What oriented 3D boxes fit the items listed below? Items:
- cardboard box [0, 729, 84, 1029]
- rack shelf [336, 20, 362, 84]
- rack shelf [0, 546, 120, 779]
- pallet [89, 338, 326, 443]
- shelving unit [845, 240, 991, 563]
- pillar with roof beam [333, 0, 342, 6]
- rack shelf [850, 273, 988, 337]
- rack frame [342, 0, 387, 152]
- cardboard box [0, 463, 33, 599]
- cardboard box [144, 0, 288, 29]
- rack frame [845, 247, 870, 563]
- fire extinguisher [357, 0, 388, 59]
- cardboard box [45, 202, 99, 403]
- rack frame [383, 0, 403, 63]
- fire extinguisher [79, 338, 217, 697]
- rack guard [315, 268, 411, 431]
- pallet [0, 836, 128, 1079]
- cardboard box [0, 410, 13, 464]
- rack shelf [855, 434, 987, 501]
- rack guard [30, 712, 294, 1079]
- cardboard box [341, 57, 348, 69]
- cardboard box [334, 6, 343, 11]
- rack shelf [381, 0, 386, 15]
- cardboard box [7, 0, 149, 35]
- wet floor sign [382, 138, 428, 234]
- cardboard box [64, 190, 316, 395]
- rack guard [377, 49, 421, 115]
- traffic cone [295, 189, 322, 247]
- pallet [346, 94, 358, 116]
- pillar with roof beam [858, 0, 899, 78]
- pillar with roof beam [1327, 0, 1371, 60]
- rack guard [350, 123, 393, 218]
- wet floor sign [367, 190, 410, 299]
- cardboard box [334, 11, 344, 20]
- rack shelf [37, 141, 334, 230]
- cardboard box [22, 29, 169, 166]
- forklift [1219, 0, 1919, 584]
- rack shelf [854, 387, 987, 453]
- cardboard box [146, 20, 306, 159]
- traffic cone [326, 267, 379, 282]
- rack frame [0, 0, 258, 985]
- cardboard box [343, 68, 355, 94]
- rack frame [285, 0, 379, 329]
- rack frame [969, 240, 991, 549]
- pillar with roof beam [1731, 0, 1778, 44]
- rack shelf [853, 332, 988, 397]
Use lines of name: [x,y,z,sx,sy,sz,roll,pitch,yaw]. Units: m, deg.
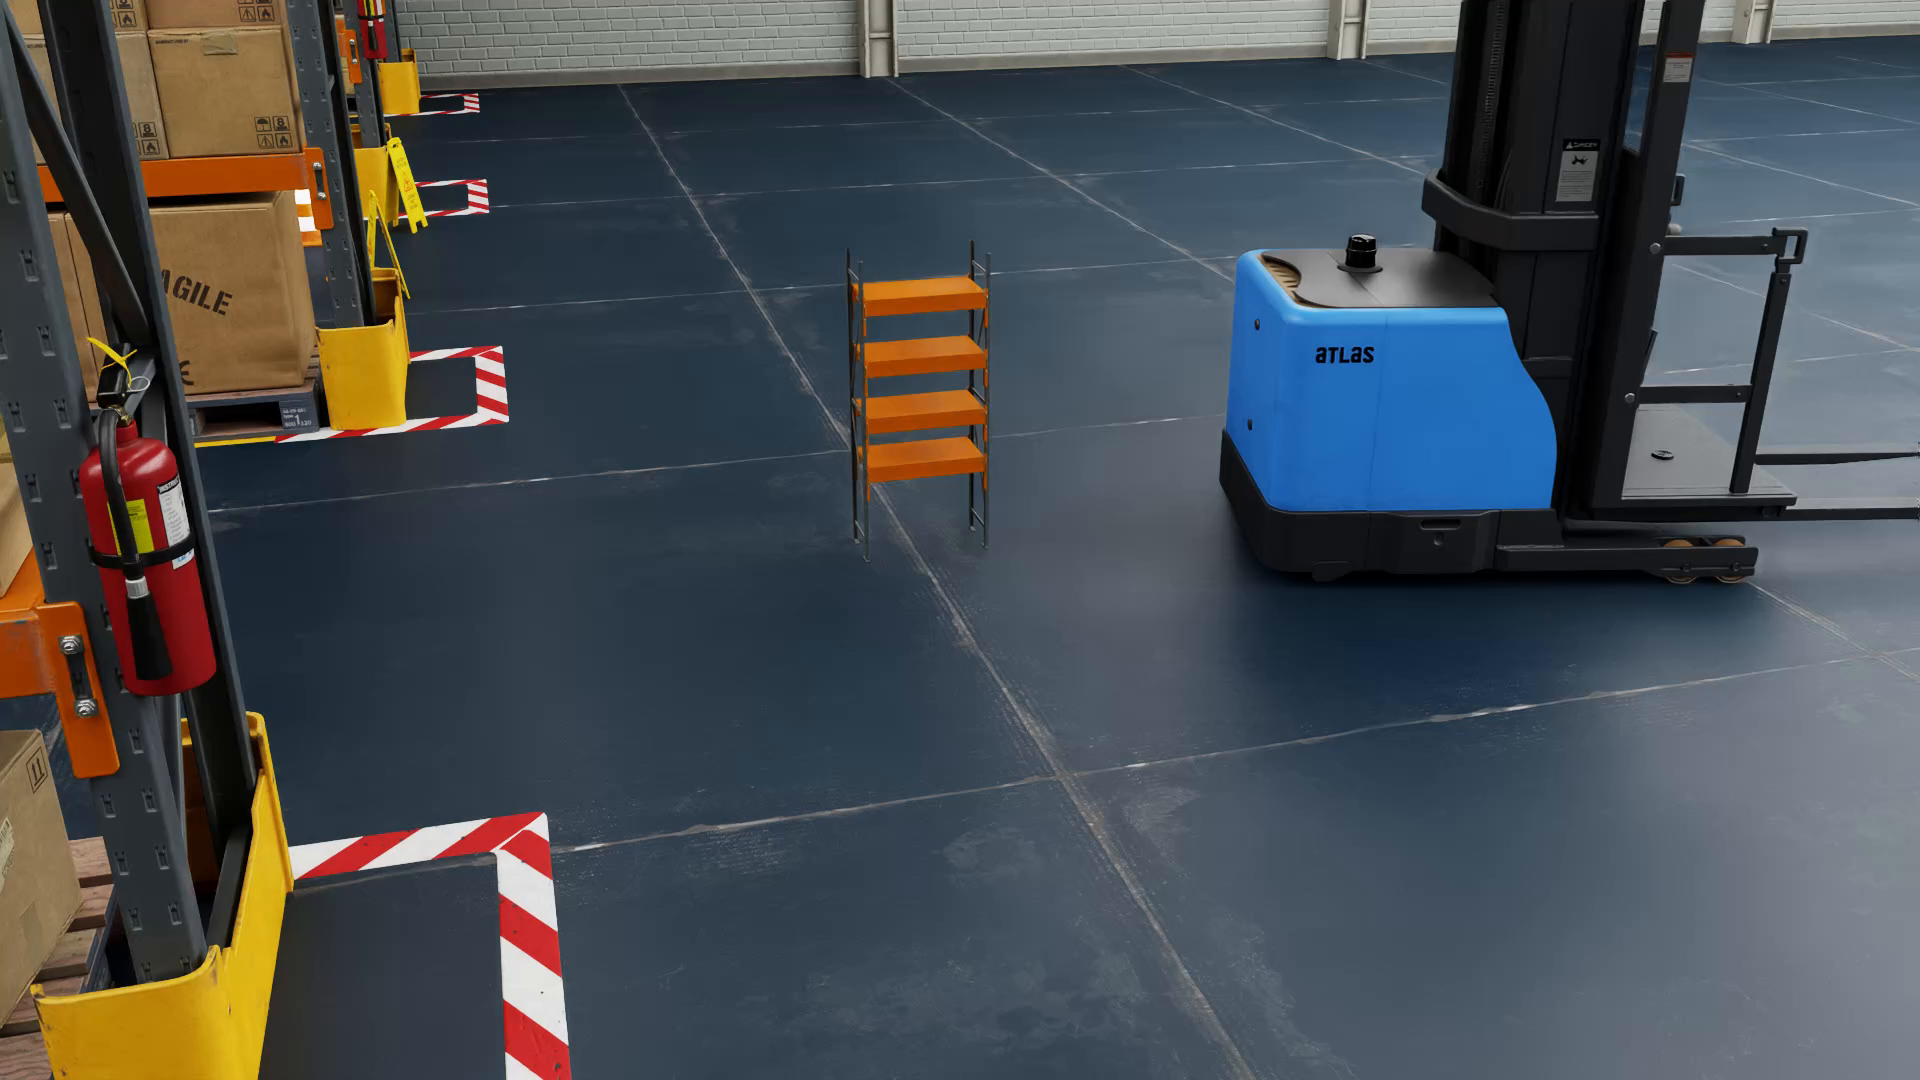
cardboard box: [-2.391,0.779,3.768,0.500,0.500,0.500,-2,23,-5]
rack shelf: [-6.388,-3.456,11.912,4.000,0.370,1.077,-6,24,-14]
rack shelf: [-3.711,0.307,3.144,4.000,0.370,1.077,-6,24,-14]
pallet: [-3.776,-0.735,8.194,1.213,0.211,1.003,-6,24,-14]
shelving unit: [-0.159,-0.534,6.472,0.503,1.200,0.258,-6,24,-14]
pillar with roof beam: [-5.557,-7.274,12.290,0.400,9.000,9.100,-6,24,-14]
rack shelf: [-0.159,-0.895,6.317,0.480,0.148,0.258,-6,24,-14]
rack frame: [-4.462,-3.999,12.267,0.127,3.000,1.000,-6,24,-14]
cardboard box: [-2.004,-0.013,3.294,0.250,0.149,0.380,-6,24,-14]
cardboard box: [-3.395,-2.671,7.612,0.550,0.550,0.875,-6,24,-14]
rack frame: [-0.394,-0.508,6.412,0.015,1.200,0.240,-6,24,-14]
fire extinguisher: [-4.227,-3.801,11.903,0.183,0.674,0.296,-6,24,-14]
cardboard box: [-4.509,-1.156,7.801,0.875,0.875,0.875,-7,24,-15]
rack frame: [-5.806,-5.884,16.658,0.127,3.000,1.000,-6,24,-14]
fire extinguisher: [-1.550,-0.039,3.134,0.183,0.674,0.296,-6,24,-14]
rack guard: [-3.004,-0.985,8.411,0.348,0.500,1.175,-6,24,-14]
pallet: [-2.650,1.126,3.859,1.213,0.211,1.003,-6,24,-14]
cardboard box: [-2.124,-0.182,3.688,0.250,0.149,0.380,-6,24,-14]
rack shelf: [-0.159,-0.289,6.577,0.480,0.148,0.258,-6,24,-14]
rack guard: [-1.858,0.920,3.972,0.348,0.500,1.175,-6,24,-14]
cardboard box: [-6.191,-4.872,16.621,0.500,0.250,0.500,-7,24,-15]
cardboard box: [-6.320,-5.293,16.968,0.500,0.250,0.500,-7,24,-15]
rack shelf: [-7.732,-5.340,16.303,4.000,0.370,1.077,-6,24,-14]
cardboard box: [-3.900,-2.578,7.394,0.550,0.550,0.875,-6,24,-14]
wet floor sign: [-3.990,-2.531,11.831,0.232,0.644,0.267,2,23,4]
cardboard box: [-3.663,-1.250,8.021,0.875,0.875,0.875,-6,24,-14]
rack guard: [-5.783,-4.737,17.157,0.348,0.500,1.175,-6,24,-14]
traffic cone: [-4.527,-2.298,11.519,0.334,0.463,0.336,-6,24,-14]
pallet: [-6.531,-4.505,16.981,1.213,0.211,1.003,-6,24,-14]
pillar with roof beam: [0.220,-7.913,13.780,0.400,9.000,9.100,-6,24,-14]
pillar with roof beam: [5.997,-8.552,15.269,0.400,9.000,9.100,-6,24,-14]
rack guard: [-4.535,-2.843,12.741,0.348,0.500,1.175,-6,24,-14]
wet floor sign: [-3.534,-1.804,10.135,0.232,0.644,0.267,-11,25,-23]
cardboard box: [-6.165,-5.105,16.530,0.500,0.250,0.500,-5,24,-13]
rack shelf: [-4.953,-1.587,7.557,4.000,0.370,1.077,-6,24,-14]
cardboard box: [-3.896,-2.076,7.594,0.550,0.550,0.875,-6,24,-14]
forklift: [2.645,-1.387,6.265,3.031,2.935,1.130,-1,23,-2]
rack shelf: [-0.159,-0.472,6.499,0.480,0.148,0.258,-6,24,-14]
cardboard box: [-3.373,-2.143,7.750,0.550,0.550,0.875,-6,24,-14]
traffic cone: [-3.900,-1.913,10.621,0.334,0.463,0.336,-6,24,-14]
rack frame: [-1.785,-0.237,3.498,0.127,3.000,1.000,-6,24,-14]
cardboard box: [-6.173,-4.643,16.721,0.500,0.250,0.500,-6,24,-14]
rack frame: [-3.027,-2.131,7.912,0.127,3.000,1.000,-6,24,-14]
rack frame: [0.076,-0.560,6.533,0.015,1.200,0.240,-6,24,-14]
pillar with roof beam: [11.774,-9.191,16.759,0.400,9.000,9.100,-6,24,-14]
rack shelf: [-0.159,-0.677,6.411,0.480,0.148,0.258,-6,24,-14]
